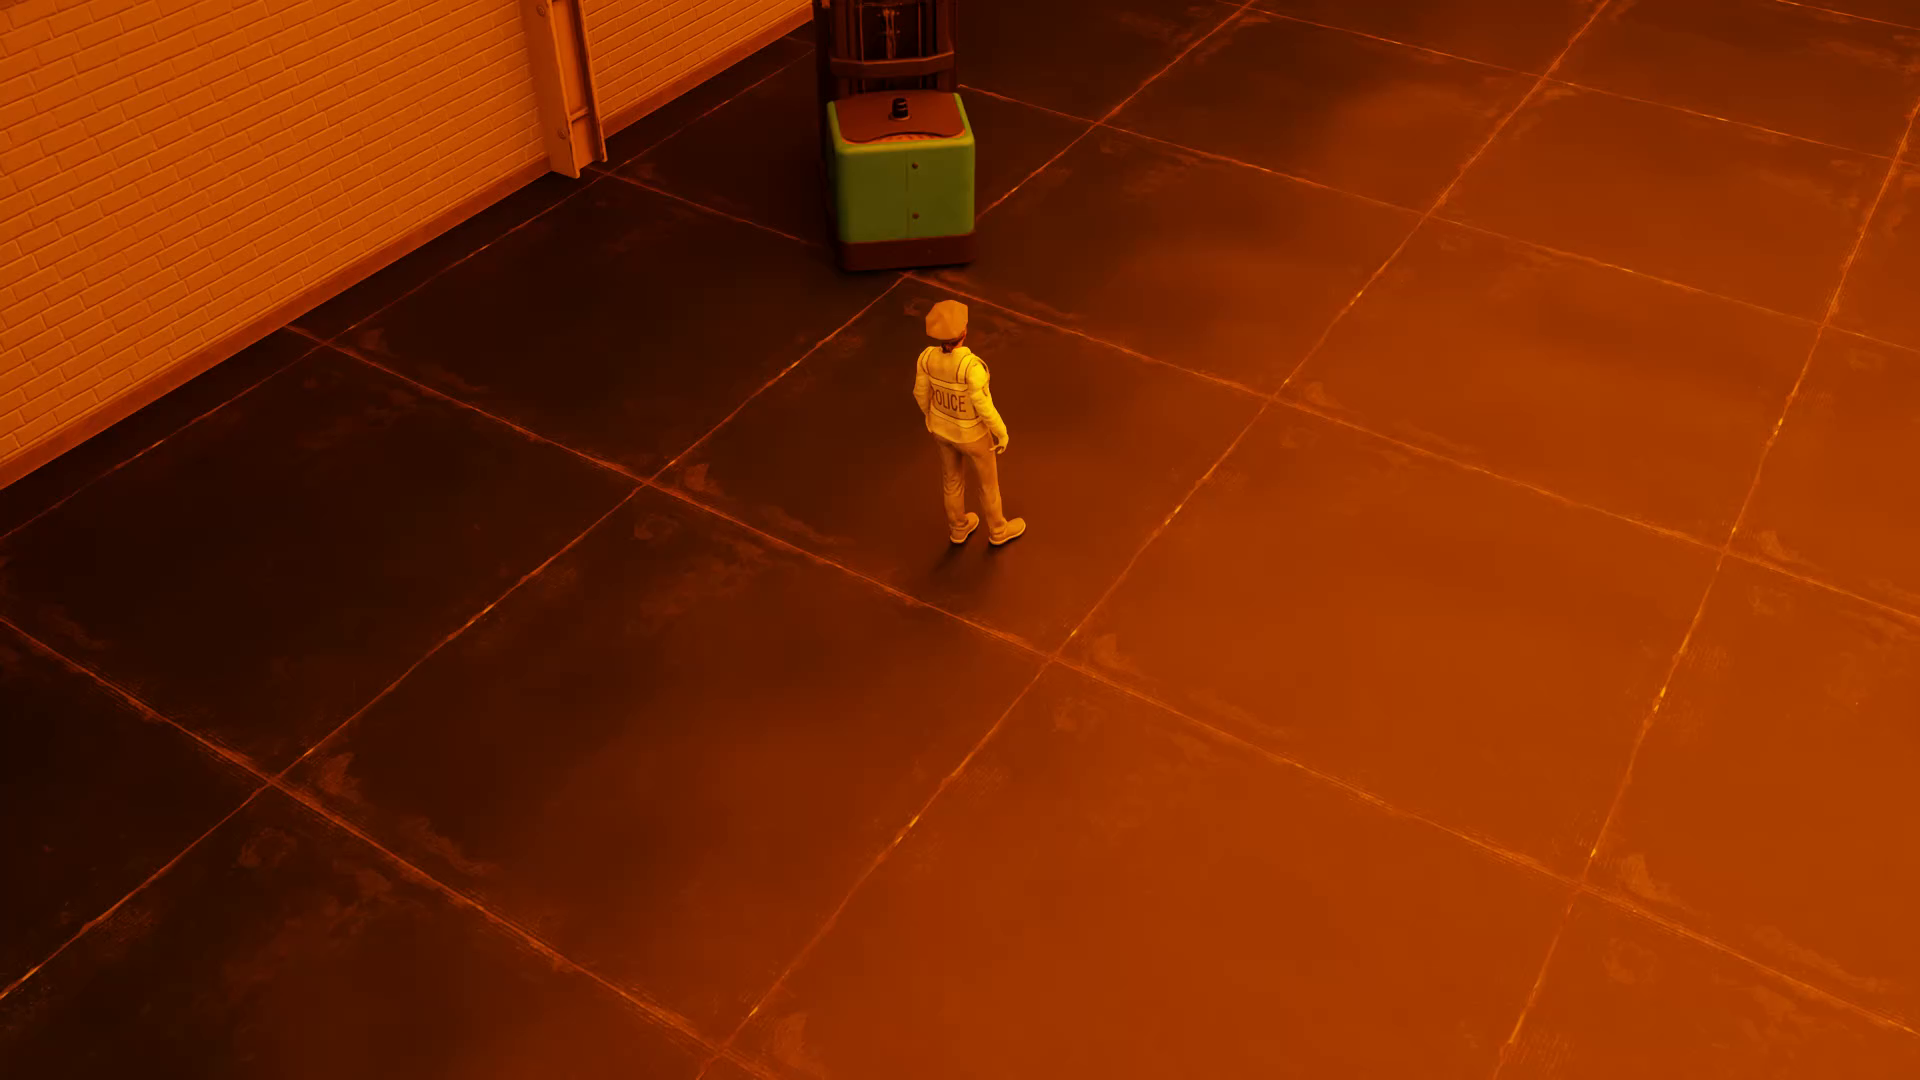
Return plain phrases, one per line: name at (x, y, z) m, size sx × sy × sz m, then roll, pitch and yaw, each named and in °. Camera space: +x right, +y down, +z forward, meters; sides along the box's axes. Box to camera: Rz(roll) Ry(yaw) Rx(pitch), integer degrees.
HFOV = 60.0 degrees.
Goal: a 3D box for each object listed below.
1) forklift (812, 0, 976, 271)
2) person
forklift at (-0.603, -4.092, 12.796) m, size 1.130 × 2.935 × 3.031 m, roll -5°, pitch 41°, yaw -6°
person at (0.043, -0.687, 9.723) m, size 0.586 × 1.694 × 0.530 m, roll 22°, pitch 45°, yaw 24°
